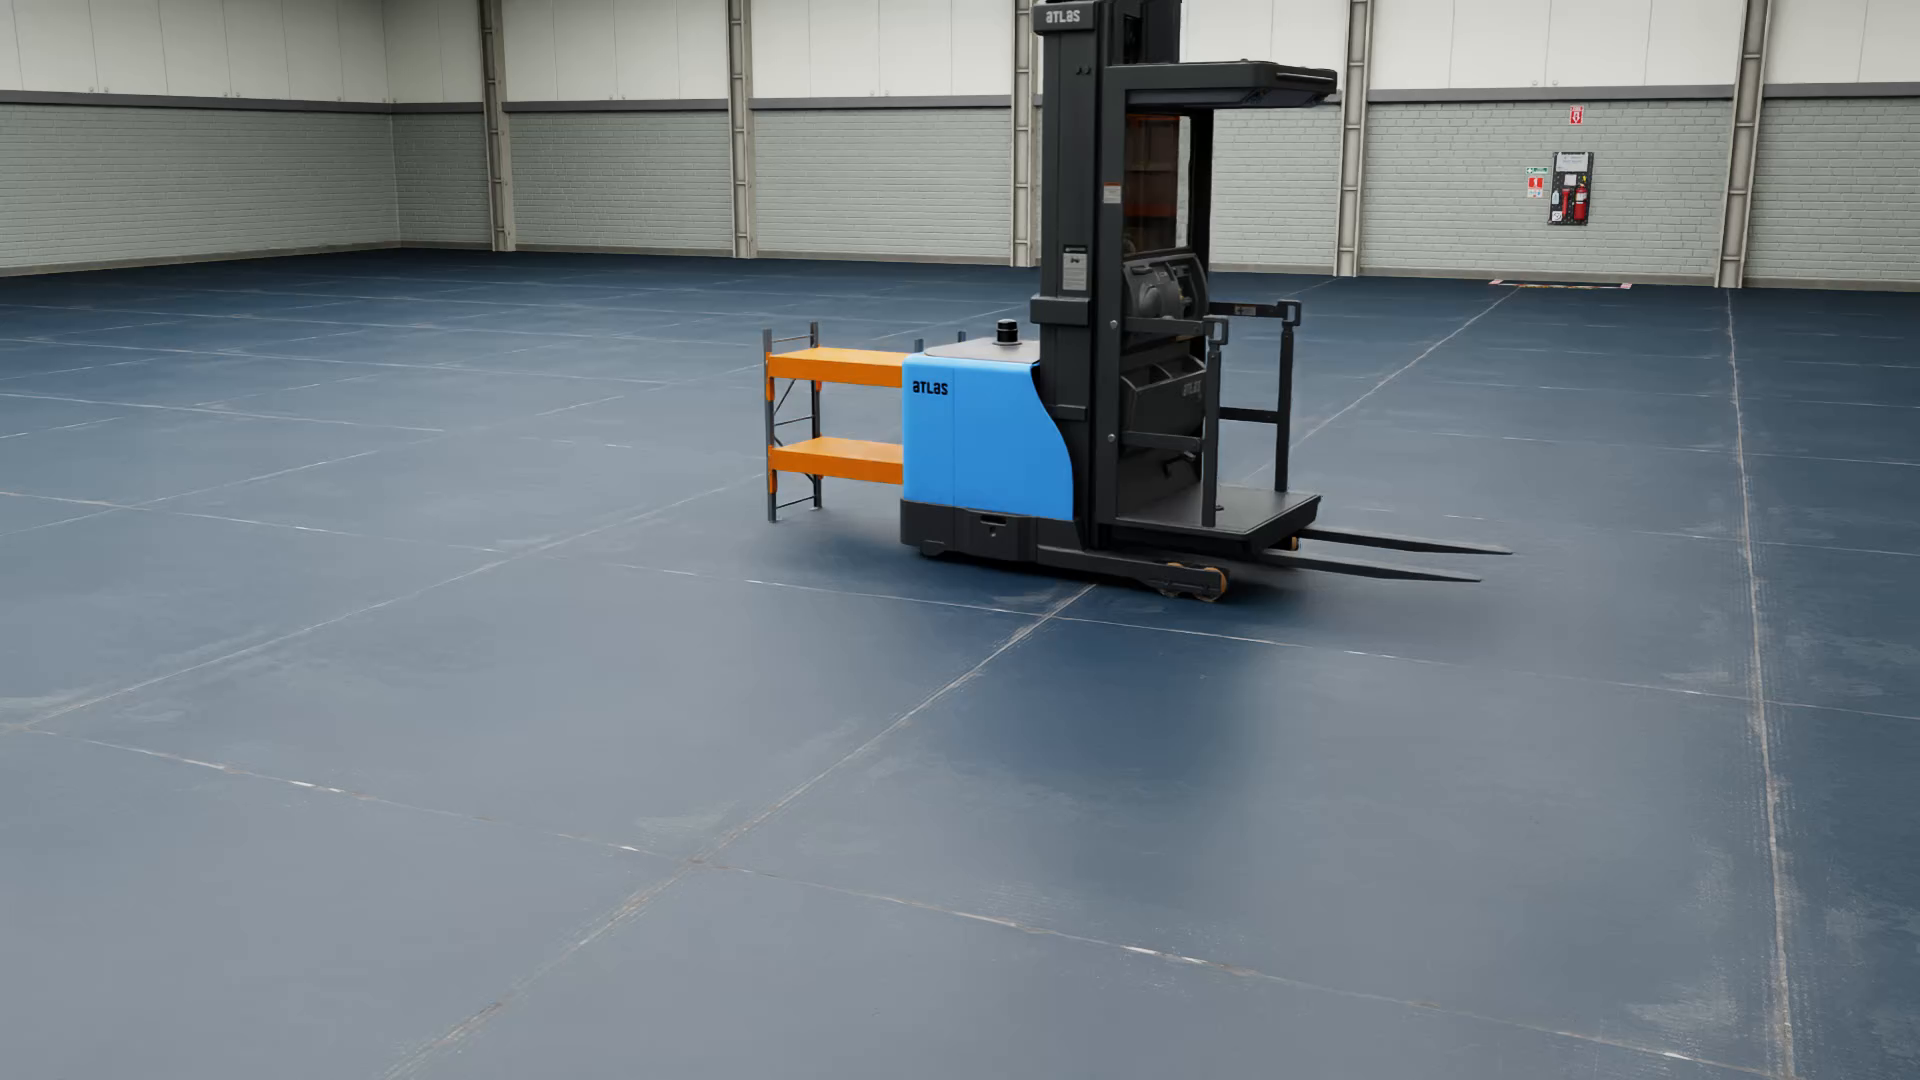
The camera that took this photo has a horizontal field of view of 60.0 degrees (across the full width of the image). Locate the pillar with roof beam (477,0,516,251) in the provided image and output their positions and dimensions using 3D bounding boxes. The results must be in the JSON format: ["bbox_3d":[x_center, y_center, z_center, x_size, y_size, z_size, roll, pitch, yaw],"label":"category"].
[{"bbox_3d":[-11.541,-9.703,30.909,0.400,9.000,9.100,6,14,23],"label":"pillar with roof beam"}]

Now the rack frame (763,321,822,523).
[{"bbox_3d":[-0.980,-0.697,9.765,0.032,1.125,0.500,8,15,30],"label":"rack frame"}]

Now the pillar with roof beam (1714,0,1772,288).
[{"bbox_3d":[10.403,-7.483,21.445,0.400,9.000,9.100,6,14,23],"label":"pillar with roof beam"}]

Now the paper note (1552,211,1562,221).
[{"bbox_3d":[9.768,-5.300,27.203,0.142,0.148,0.016,6,14,23],"label":"paper note"}]

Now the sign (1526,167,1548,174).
[{"bbox_3d":[9.439,-6.044,27.207,0.331,0.109,0.001,6,14,23],"label":"sign"}]

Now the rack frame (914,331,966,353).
[{"bbox_3d":[-0.106,-0.579,9.259,0.032,1.125,0.500,8,15,30],"label":"rack frame"}]

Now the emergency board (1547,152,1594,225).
[{"bbox_3d":[9.902,-5.698,26.971,0.643,1.169,0.194,6,14,23],"label":"emergency board"}]

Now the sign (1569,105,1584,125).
[{"bbox_3d":[9.935,-6.848,26.798,0.199,0.298,0.001,6,14,23],"label":"sign"}]

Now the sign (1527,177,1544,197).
[{"bbox_3d":[9.439,-5.788,27.277,0.234,0.329,0.001,6,14,23],"label":"sign"}]

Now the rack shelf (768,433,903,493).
[{"bbox_3d":[-0.543,-0.400,9.568,1.000,0.278,0.538,8,15,30],"label":"rack shelf"}]

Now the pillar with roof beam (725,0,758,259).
[{"bbox_3d":[-6.055,-9.148,28.543,0.400,9.000,9.100,6,14,23],"label":"pillar with roof beam"}]

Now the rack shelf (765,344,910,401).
[{"bbox_3d":[-0.543,-0.923,9.445,1.000,0.278,0.538,8,15,30],"label":"rack shelf"}]

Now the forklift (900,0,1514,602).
[{"bbox_3d":[1.212,-1.268,8.243,3.031,2.935,1.130,8,15,30],"label":"forklift"}]

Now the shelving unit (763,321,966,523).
[{"bbox_3d":[-0.543,-0.638,9.512,1.048,1.125,0.538,8,15,30],"label":"shelving unit"}]

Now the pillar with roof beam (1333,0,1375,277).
[{"bbox_3d":[4.917,-8.038,23.811,0.400,9.000,9.100,6,14,23],"label":"pillar with roof beam"}]

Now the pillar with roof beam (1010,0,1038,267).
[{"bbox_3d":[-0.569,-8.593,26.177,0.400,9.000,9.100,6,14,23],"label":"pillar with roof beam"}]
